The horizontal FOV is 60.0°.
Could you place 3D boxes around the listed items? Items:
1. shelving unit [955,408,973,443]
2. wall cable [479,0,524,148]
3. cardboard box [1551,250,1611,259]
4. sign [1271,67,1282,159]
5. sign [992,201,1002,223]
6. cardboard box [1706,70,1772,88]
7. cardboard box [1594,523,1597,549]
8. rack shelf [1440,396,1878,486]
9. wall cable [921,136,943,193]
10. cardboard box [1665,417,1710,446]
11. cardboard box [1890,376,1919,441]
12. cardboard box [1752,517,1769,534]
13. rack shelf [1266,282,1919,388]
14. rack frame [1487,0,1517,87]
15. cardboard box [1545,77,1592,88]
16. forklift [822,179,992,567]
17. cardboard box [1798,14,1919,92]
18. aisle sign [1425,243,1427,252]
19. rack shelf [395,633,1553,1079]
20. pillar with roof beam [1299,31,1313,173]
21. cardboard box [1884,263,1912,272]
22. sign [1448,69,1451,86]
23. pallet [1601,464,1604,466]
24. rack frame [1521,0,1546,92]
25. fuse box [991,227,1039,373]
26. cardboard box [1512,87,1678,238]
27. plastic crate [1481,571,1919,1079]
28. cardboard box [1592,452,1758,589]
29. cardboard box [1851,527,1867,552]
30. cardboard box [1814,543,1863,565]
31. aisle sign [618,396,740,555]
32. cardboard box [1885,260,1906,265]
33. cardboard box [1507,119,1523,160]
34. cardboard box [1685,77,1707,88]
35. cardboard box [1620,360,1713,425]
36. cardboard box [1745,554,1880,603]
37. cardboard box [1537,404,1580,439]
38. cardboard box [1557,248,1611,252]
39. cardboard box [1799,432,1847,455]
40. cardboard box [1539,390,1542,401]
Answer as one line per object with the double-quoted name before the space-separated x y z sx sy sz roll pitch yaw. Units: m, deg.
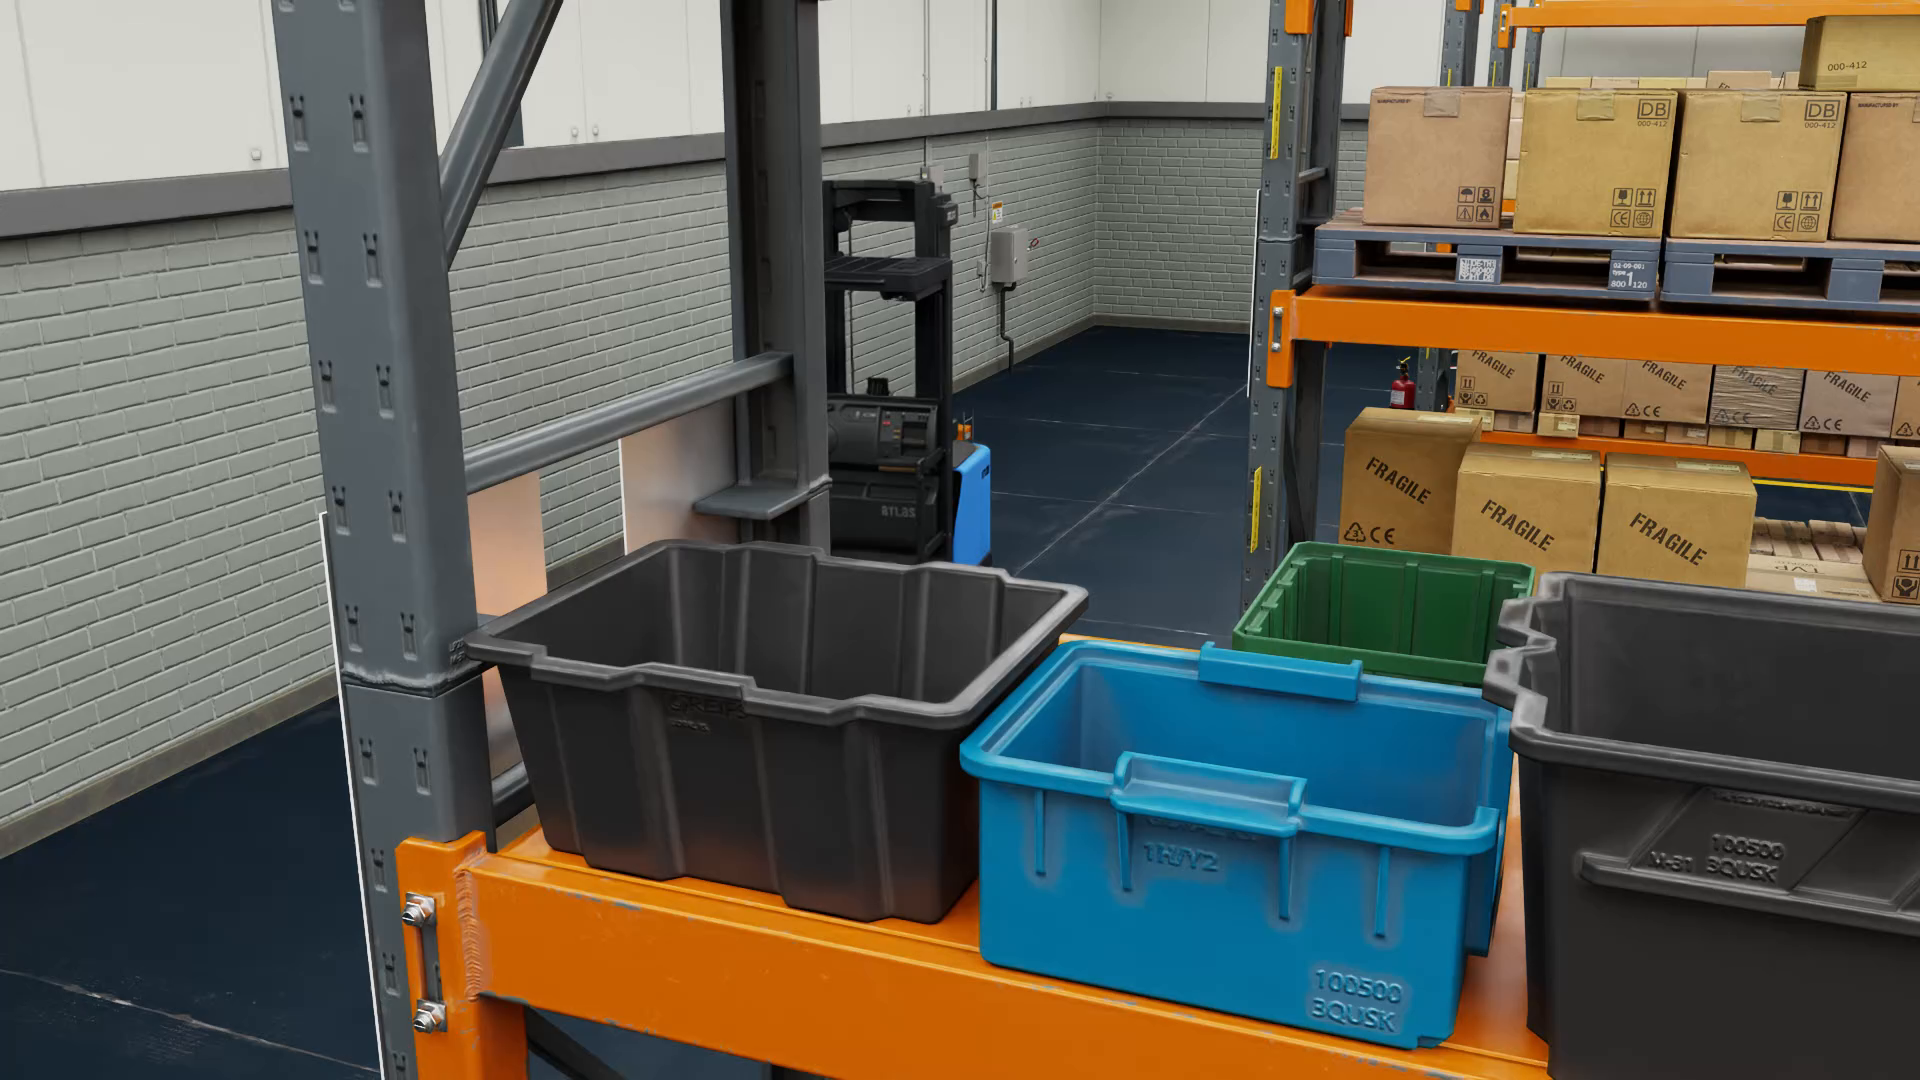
"shelving unit" -0.050 -0.510 13.046 0.252 1.050 0.215 6 17 21
"wall cable" -2.628 -5.705 10.915 0.120 5.999 2.277 6 17 21
"cardboard box" 4.073 -1.589 10.761 0.500 0.500 0.500 7 18 22
"sign" 1.158 -1.562 6.083 0.005 0.325 0.100 6 17 21
"sign" 0.443 -3.881 19.681 0.001 0.242 0.339 6 17 21
"cardboard box" 6.823 -3.870 14.633 0.500 0.500 0.500 7 17 22
"cardboard box" 4.132 -0.004 11.099 0.250 0.149 0.380 6 17 20
"rack shelf" 5.141 -0.533 10.919 4.000 0.370 1.077 6 17 21
"wall cable" -0.251 -3.451 17.802 0.123 1.953 0.585 6 17 21
"cardboard box" 4.698 -0.730 10.758 0.250 0.149 0.380 6 17 20
"cardboard box" 5.966 -0.894 10.161 0.500 0.500 0.500 6 17 19
"cardboard box" 5.313 -0.048 11.250 0.250 0.149 0.380 6 17 21
"rack shelf" 3.228 -0.697 6.106 4.000 0.370 1.077 6 17 21
"rack frame" 5.003 -5.258 15.145 0.127 3.000 1.000 6 17 21
"cardboard box" 7.142 -5.306 19.528 0.500 0.250 0.500 6 17 20
"forklift" -0.647 -0.690 10.292 1.130 2.935 3.031 4 17 14
"cardboard box" 3.242 -1.696 5.798 0.500 0.250 0.500 6 17 19
"aisle sign" 3.103 -2.261 10.919 0.004 0.787 0.394 6 17 21
"rack shelf" 1.410 0.587 1.681 4.000 0.370 1.077 6 17 21
"pillar with roof beam" 3.064 -5.939 17.490 0.400 9.000 9.100 6 17 21
"cardboard box" 5.512 -1.430 10.214 0.500 0.500 0.500 7 18 22
"sign" 3.082 -2.802 10.499 0.005 0.325 0.100 6 17 21
"pallet" 5.776 -0.976 16.158 1.213 0.211 1.003 6 17 21
"rack frame" 6.821 -6.546 19.581 0.127 3.000 1.000 6 17 21
"fuse box" 0.656 -2.859 19.952 0.414 1.711 0.539 6 17 21
"cardboard box" 2.350 -1.417 6.182 0.500 0.500 0.700 6 17 19
"plastic crate" 0.870 0.295 1.510 0.767 0.338 0.504 6 17 21
"cardboard box" 2.664 -0.016 6.239 0.500 0.500 0.500 6 17 19
"cardboard box" 6.019 0.042 10.943 0.250 0.149 0.380 6 17 19
"cardboard box" 5.590 0.149 10.573 0.250 0.149 0.380 5 17 18
"aisle sign" -0.410 0.146 2.628 0.004 0.787 0.394 6 17 21
"cardboard box" 5.726 -1.563 10.670 0.500 0.500 0.500 7 17 22
"cardboard box" 3.603 -2.578 10.666 0.500 0.250 0.500 7 17 22
"cardboard box" 8.558 -5.151 18.997 0.500 0.250 0.500 7 18 22
"cardboard box" 4.556 -1.055 10.714 0.500 0.500 0.500 7 17 21
"cardboard box" 3.346 0.259 6.636 0.500 0.250 0.500 6 17 21
"cardboard box" 3.945 -0.787 10.956 0.250 0.149 0.380 6 17 19
"cardboard box" 4.269 -1.720 11.211 0.500 0.500 0.500 6 17 19
"cardboard box" 5.432 -0.655 10.501 0.250 0.149 0.380 6 17 20
"cardboard box" 3.906 -0.967 11.575 0.250 0.149 0.380 6 17 21
